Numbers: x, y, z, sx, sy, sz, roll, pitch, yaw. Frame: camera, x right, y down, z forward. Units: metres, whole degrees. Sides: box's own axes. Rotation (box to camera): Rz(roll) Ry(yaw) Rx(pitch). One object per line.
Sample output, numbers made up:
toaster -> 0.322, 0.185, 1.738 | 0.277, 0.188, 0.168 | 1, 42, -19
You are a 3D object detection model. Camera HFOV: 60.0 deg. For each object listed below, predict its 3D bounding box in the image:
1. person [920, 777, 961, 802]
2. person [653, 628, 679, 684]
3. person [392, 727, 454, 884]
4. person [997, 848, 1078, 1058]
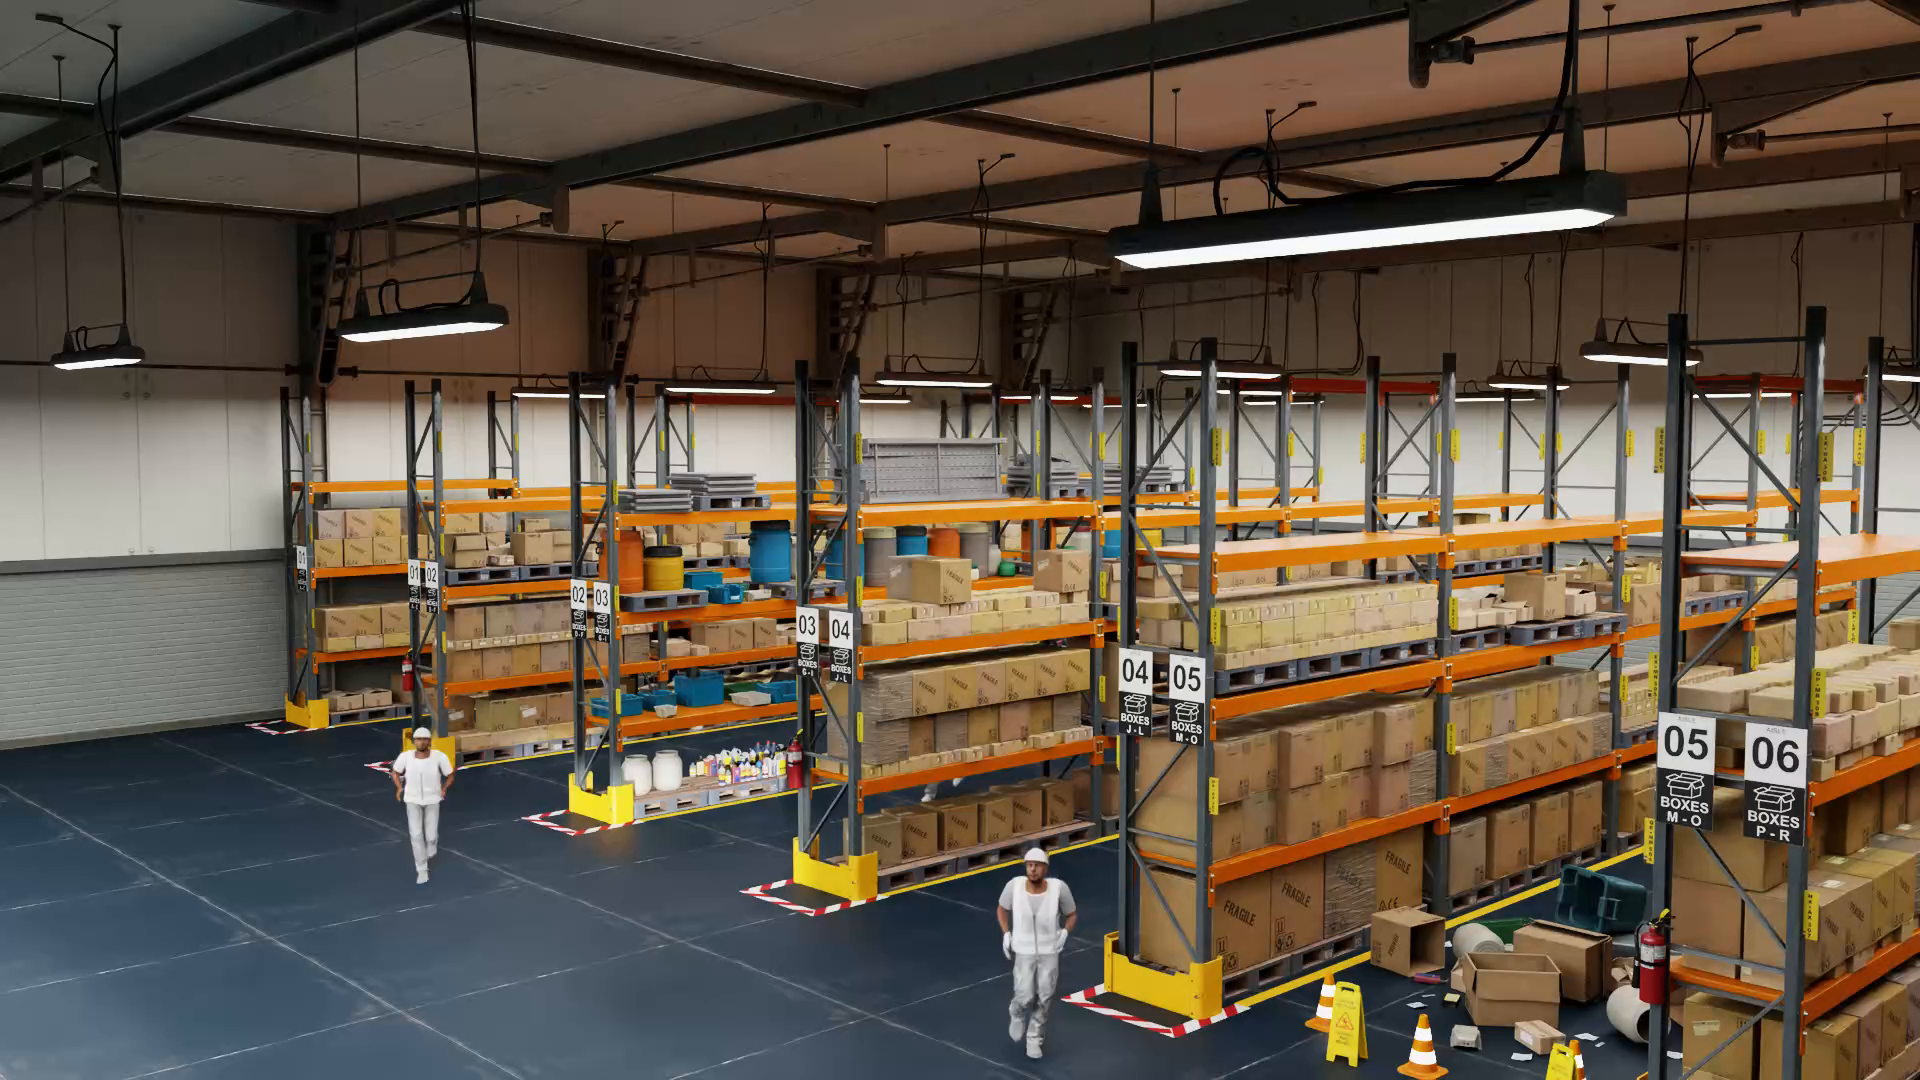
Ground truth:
person -> -0.219, 2.830, 23.558 | 0.587, 1.664, 0.990 | 2, 4, 34
person -> -5.485, 2.407, 31.028 | 0.644, 1.605, 0.646 | 3, 5, 41
person -> -6.280, 3.059, 19.448 | 0.700, 1.758, 0.872 | -1, 4, -15
person -> 0.641, 3.413, 13.766 | 0.666, 1.746, 0.618 | 0, 4, 2
